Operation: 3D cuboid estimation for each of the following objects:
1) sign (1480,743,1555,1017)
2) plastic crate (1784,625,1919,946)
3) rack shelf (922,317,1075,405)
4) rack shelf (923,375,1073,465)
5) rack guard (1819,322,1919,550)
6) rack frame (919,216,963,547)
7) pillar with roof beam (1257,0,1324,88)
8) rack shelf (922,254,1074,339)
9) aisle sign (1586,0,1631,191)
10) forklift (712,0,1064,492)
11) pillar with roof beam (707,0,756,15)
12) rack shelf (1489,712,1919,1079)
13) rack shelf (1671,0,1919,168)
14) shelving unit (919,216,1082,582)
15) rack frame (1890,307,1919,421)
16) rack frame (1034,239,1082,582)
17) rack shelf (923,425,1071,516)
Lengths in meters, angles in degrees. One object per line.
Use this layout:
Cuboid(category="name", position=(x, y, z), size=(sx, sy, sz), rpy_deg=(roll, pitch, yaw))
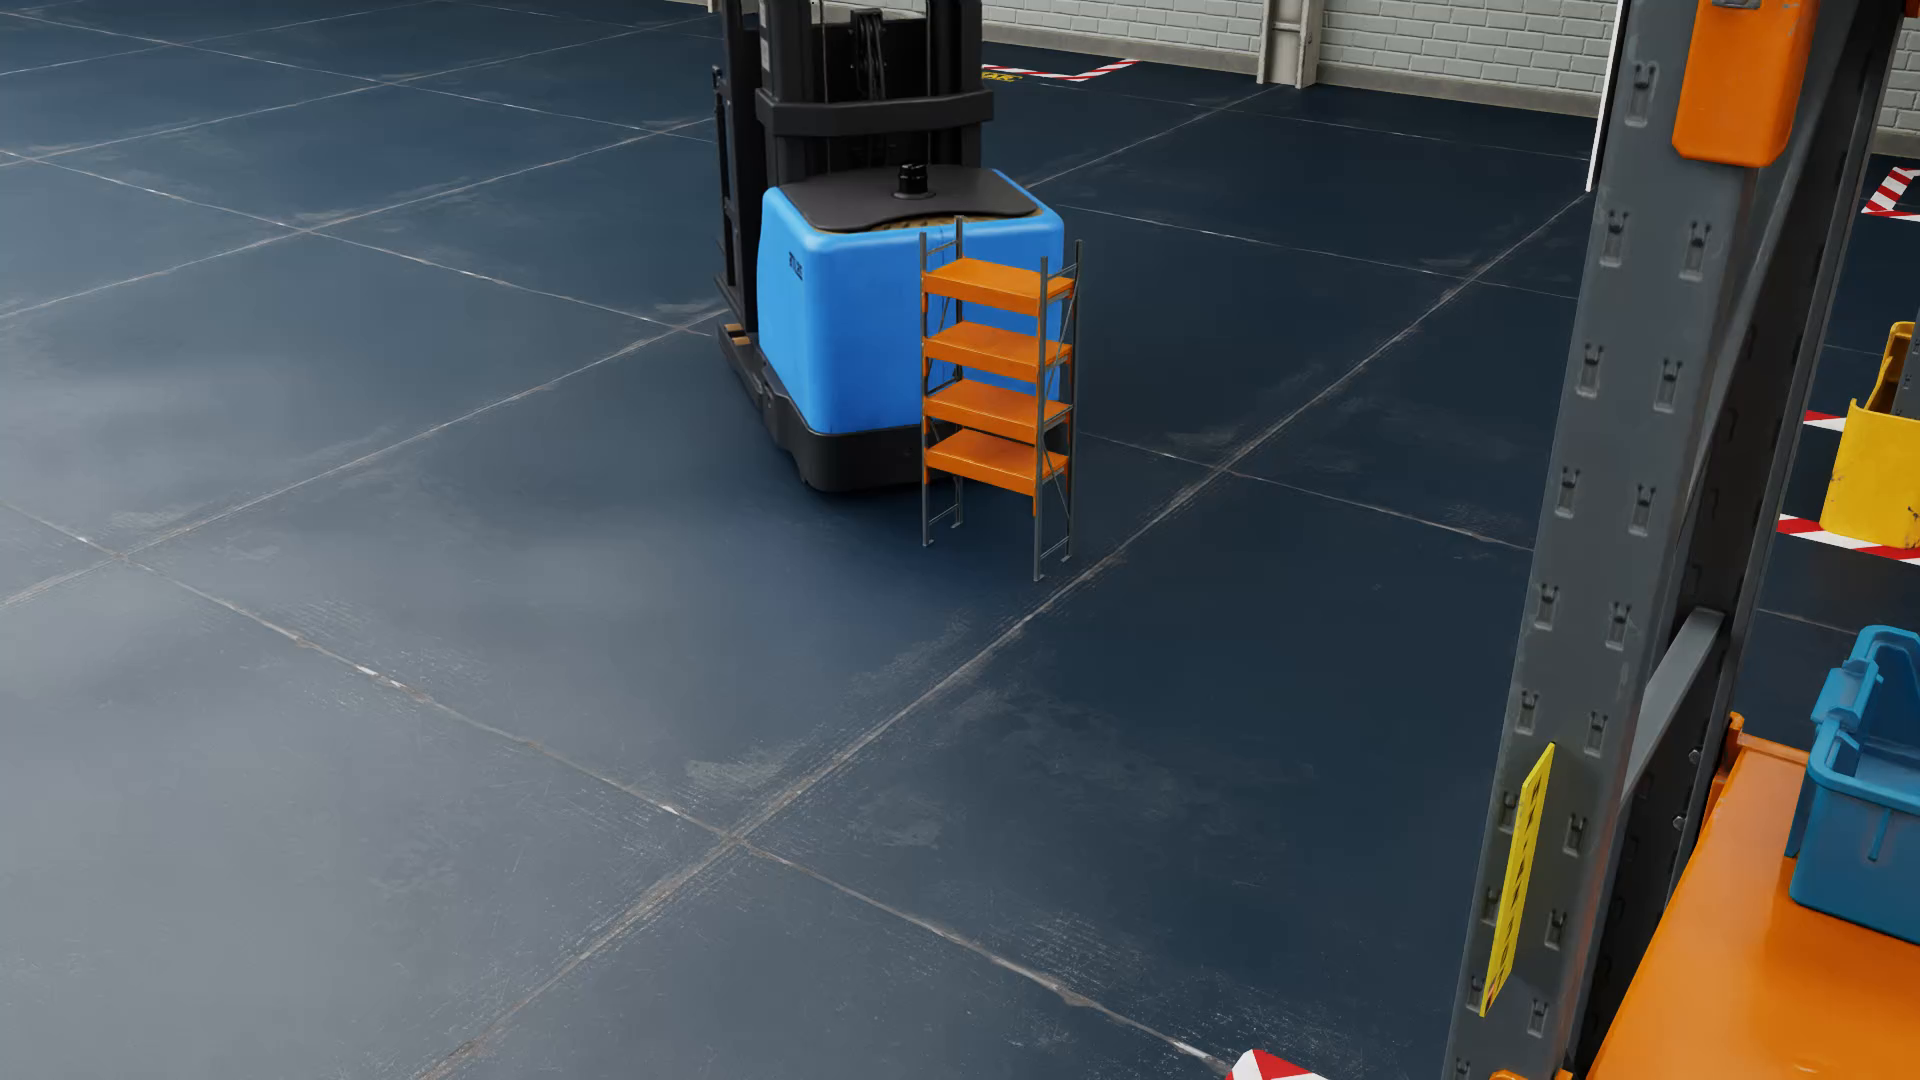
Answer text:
Cuboid(category="sign", position=(0.628, 0.387, 1.877), size=(0.005, 0.325, 0.100), rpy_deg=(17, 32, 30))
Cuboid(category="plastic crate", position=(1.525, 0.389, 2.343), size=(0.616, 0.251, 0.499), rpy_deg=(17, 32, 30))
Cuboid(category="rack shelf", position=(0.136, -0.632, 5.823), size=(0.480, 0.148, 0.258), rpy_deg=(17, 32, 30))
Cuboid(category="rack shelf", position=(0.136, -0.432, 5.925), size=(0.480, 0.148, 0.258), rpy_deg=(17, 32, 30))
Cuboid(category="rack guard", position=(3.731, -0.437, 6.558), size=(0.348, 0.500, 1.175), rpy_deg=(17, 32, 30))
Cuboid(category="rack frame", position=(-0.065, -0.555, 6.017), size=(0.015, 1.200, 0.240), rpy_deg=(17, 32, 30))
Cuboid(category="pillar with roof beam", position=(0.236, -6.147, 8.406), size=(0.400, 9.000, 9.100), rpy_deg=(17, 32, 30))
Cuboid(category="rack shelf", position=(0.136, -0.842, 5.716), size=(0.480, 0.148, 0.258), rpy_deg=(17, 32, 30))
Cuboid(category="aisle sign", position=(0.718, -0.762, 1.573), size=(0.004, 0.787, 0.394), rpy_deg=(17, 32, 30))
Cuboid(category="forklift", position=(-0.524, -2.141, 7.226), size=(1.130, 2.935, 3.031), rpy_deg=(-8, 28, -16))
Cuboid(category="pillar with roof beam", position=(-4.710, -7.687, 11.434), size=(0.400, 9.000, 9.100), rpy_deg=(17, 32, 30))
Cuboid(category="rack shelf", position=(2.592, 1.140, 1.496), size=(4.000, 0.370, 1.077), rpy_deg=(17, 32, 30))
Cuboid(category="rack shelf", position=(2.592, -0.197, 0.815), size=(4.000, 0.370, 1.077), rpy_deg=(17, 32, 30))
Cuboid(category="shelving unit", position=(0.136, -0.492, 5.894), size=(0.503, 1.200, 0.258), rpy_deg=(17, 32, 30))
Cuboid(category="rack frame", position=(3.751, -1.545, 5.979), size=(0.127, 3.000, 1.000), rpy_deg=(17, 32, 30))
Cuboid(category="rack frame", position=(0.338, -0.430, 5.771), size=(0.015, 1.200, 0.240), rpy_deg=(17, 32, 30))
Cuboid(category="rack shelf", position=(0.136, -0.255, 6.015), size=(0.480, 0.148, 0.258), rpy_deg=(17, 32, 30))
